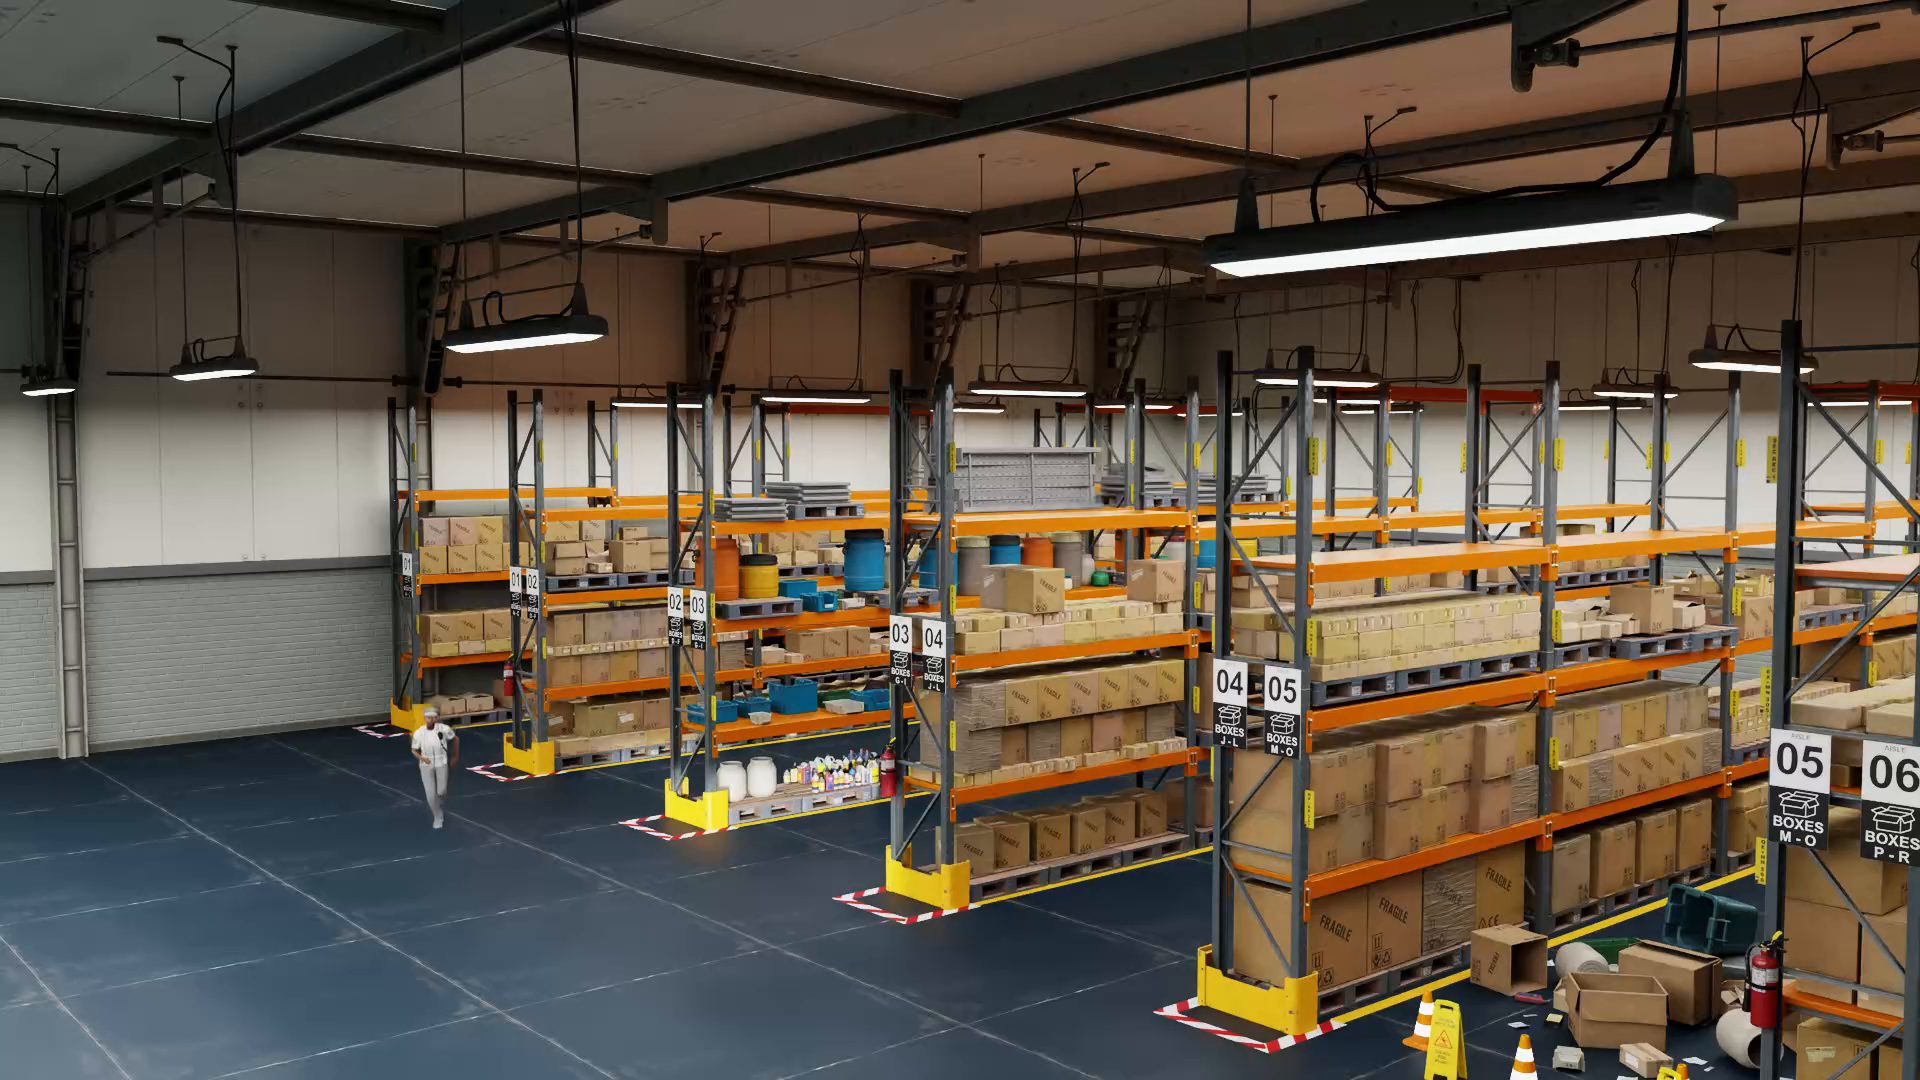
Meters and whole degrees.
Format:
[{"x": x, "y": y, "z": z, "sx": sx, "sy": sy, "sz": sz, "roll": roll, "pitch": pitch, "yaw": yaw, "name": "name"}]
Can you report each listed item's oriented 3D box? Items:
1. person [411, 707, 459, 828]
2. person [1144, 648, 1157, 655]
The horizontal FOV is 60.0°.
[{"x": -7.070, "y": 3.052, "z": 22.423, "sx": 0.614, "sy": 1.650, "sz": 0.647, "roll": -1, "pitch": 4, "yaw": -19, "name": "person"}, {"x": 3.776, "y": 2.399, "z": 32.489, "sx": 0.654, "sy": 1.737, "sz": 0.622, "roll": 3, "pitch": 4, "yaw": 41, "name": "person"}]
